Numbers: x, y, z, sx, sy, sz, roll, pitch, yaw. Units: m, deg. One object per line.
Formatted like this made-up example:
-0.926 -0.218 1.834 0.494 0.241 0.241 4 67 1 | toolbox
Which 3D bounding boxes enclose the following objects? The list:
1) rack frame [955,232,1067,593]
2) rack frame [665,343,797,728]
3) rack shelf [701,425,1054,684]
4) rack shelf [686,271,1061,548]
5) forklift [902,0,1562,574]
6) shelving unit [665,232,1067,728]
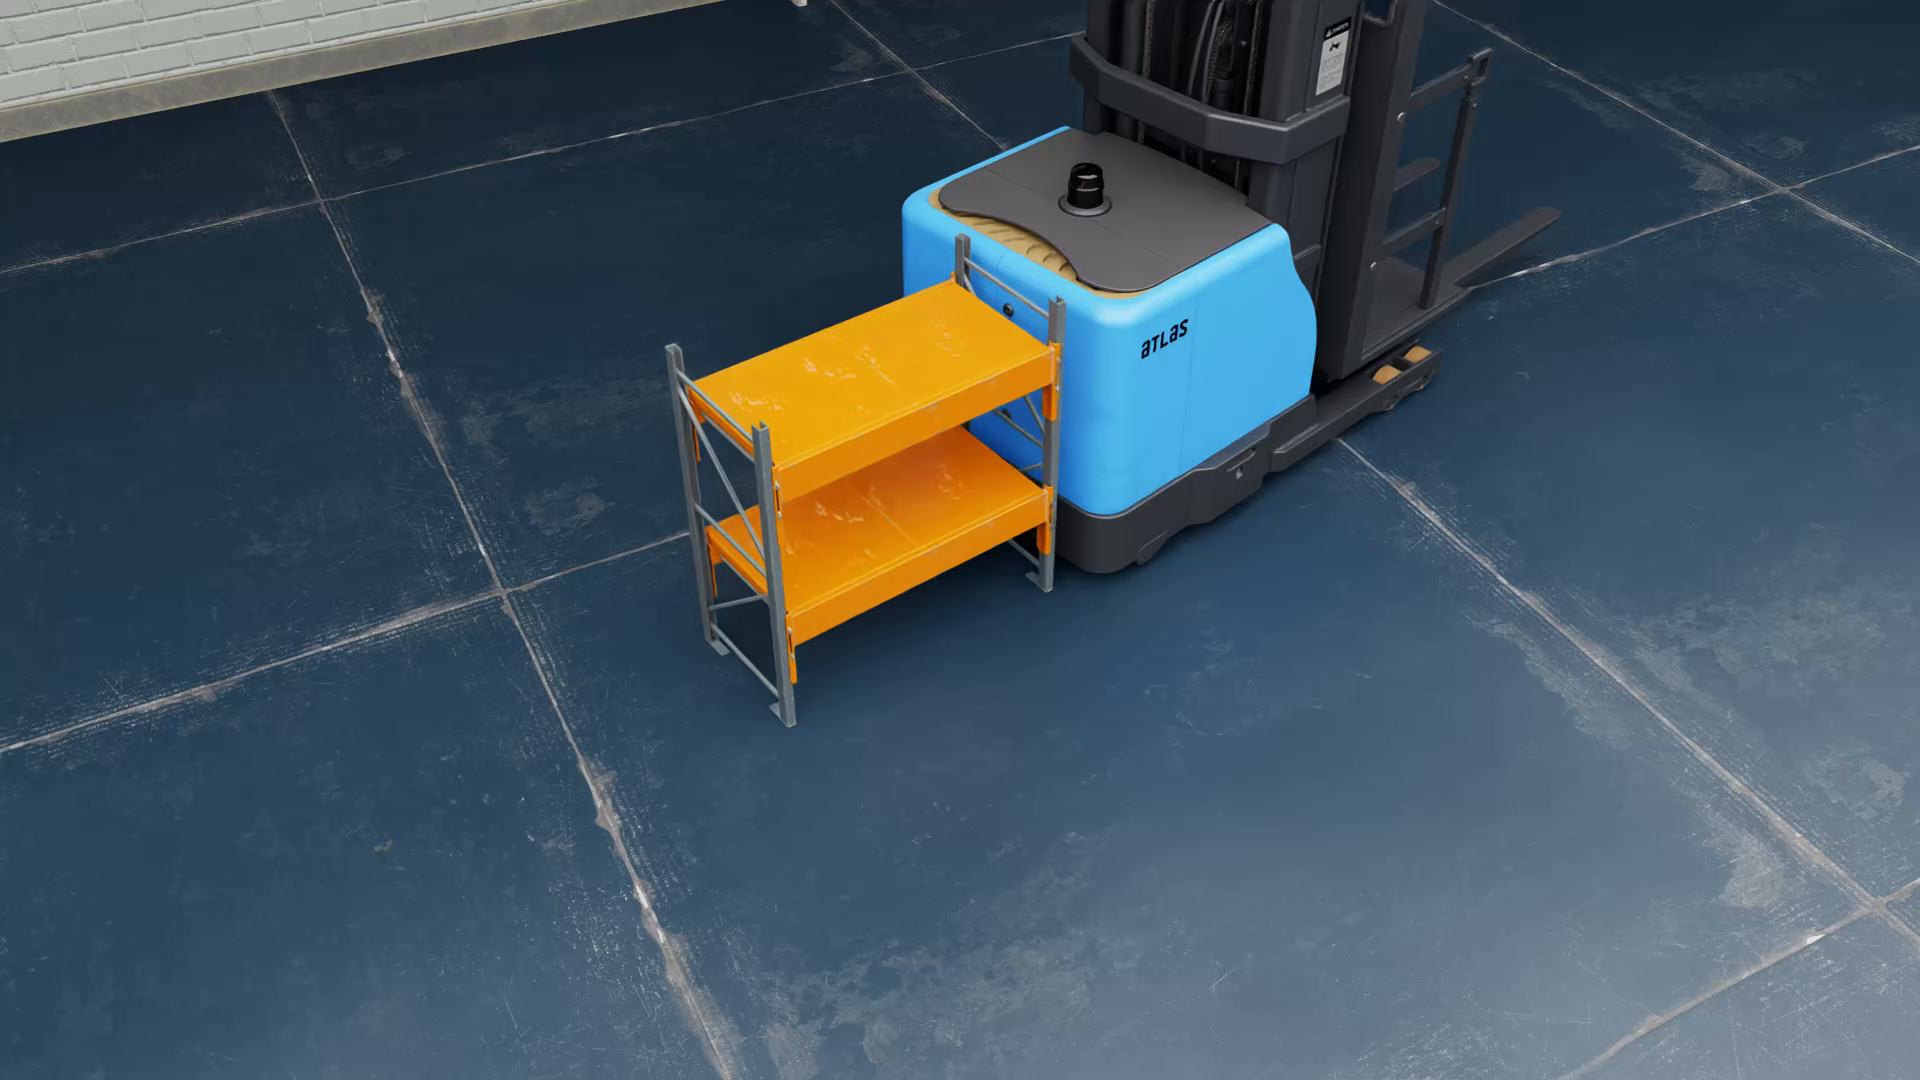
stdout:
0.147 -0.386 5.336 0.032 1.125 0.500 -26 47 -27 | rack frame
-0.663 0.011 4.866 0.032 1.125 0.500 -26 47 -27 | rack frame
-0.258 -0.001 5.259 1.000 0.278 0.538 -26 47 -27 | rack shelf
-0.258 -0.411 4.912 1.000 0.278 0.538 -26 47 -27 | rack shelf
1.217 -1.836 5.650 3.031 2.935 1.130 -31 49 -31 | forklift
-0.258 -0.188 5.101 1.048 1.125 0.538 -26 47 -27 | shelving unit
